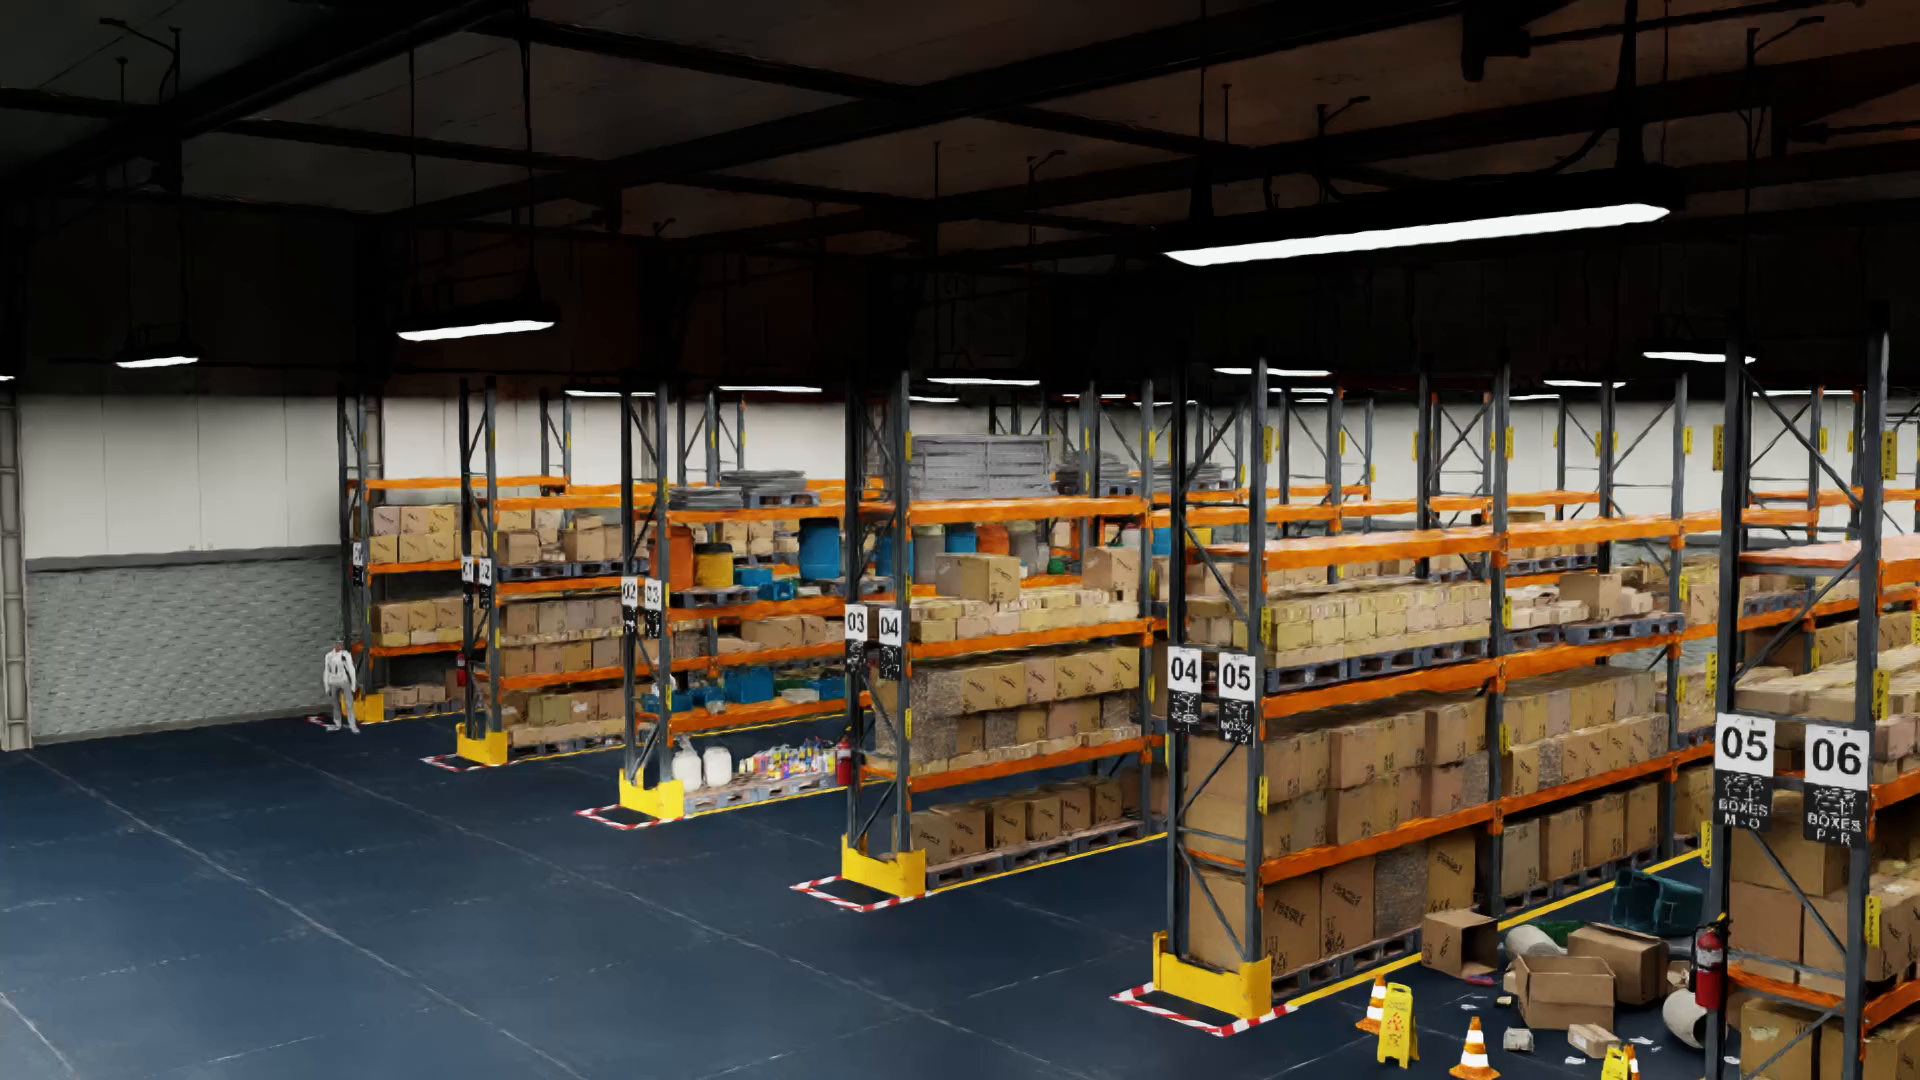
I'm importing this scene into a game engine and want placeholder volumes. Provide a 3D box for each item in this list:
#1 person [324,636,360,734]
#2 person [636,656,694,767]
[{"bbox_3d":[-10.546,2.456,28.378,0.685,1.672,0.552,0,4,-4],"label":"person"},{"bbox_3d":[-4.549,2.623,25.411,1.037,1.722,0.554,-2,4,-32],"label":"person"}]
